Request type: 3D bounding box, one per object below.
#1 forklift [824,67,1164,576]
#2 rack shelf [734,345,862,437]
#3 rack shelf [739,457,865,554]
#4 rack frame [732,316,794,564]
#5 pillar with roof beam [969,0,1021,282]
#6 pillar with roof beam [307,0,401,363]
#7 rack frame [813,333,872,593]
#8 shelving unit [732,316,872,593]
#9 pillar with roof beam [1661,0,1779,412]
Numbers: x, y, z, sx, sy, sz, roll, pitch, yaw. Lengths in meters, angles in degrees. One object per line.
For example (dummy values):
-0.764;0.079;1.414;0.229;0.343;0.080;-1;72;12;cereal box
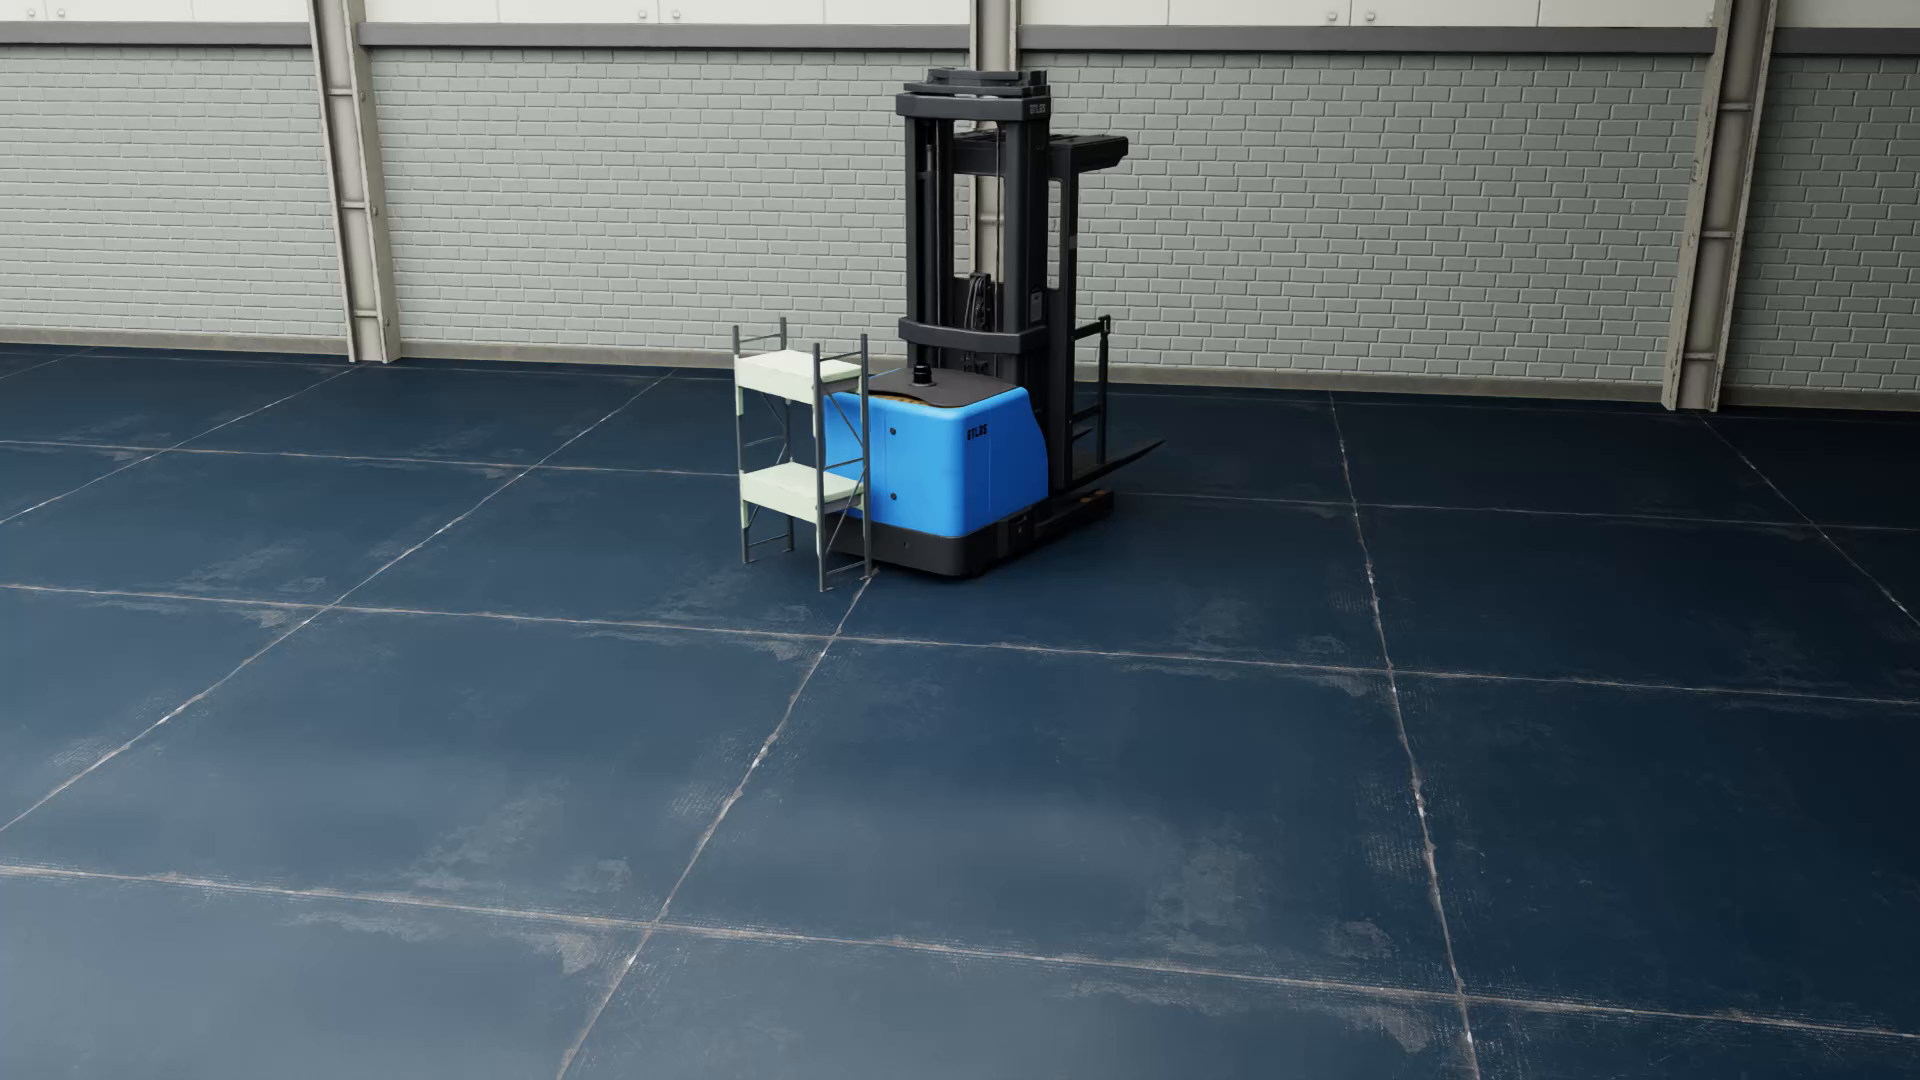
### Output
0.392;-1.586;10.923;1.130;2.935;3.031;12;22;32;forklift
-0.946;-0.895;9.884;0.720;0.370;0.431;17;25;42;rack shelf
-0.946;-0.216;10.112;0.720;0.370;0.431;17;25;42;rack shelf
-1.207;-0.607;10.252;0.023;1.500;0.400;17;25;42;rack frame
-0.381;-4.360;9.653;0.400;9.000;9.100;3;19;9;pillar with roof beam
-6.305;-4.662;10.556;0.400;9.000;9.100;3;19;9;pillar with roof beam
-0.685;-0.444;9.765;0.023;1.500;0.400;17;25;42;rack frame
-0.946;-0.525;10.008;0.755;1.500;0.431;17;25;42;shelving unit
5.543;-4.058;8.751;0.400;9.000;9.100;3;19;9;pillar with roof beam
